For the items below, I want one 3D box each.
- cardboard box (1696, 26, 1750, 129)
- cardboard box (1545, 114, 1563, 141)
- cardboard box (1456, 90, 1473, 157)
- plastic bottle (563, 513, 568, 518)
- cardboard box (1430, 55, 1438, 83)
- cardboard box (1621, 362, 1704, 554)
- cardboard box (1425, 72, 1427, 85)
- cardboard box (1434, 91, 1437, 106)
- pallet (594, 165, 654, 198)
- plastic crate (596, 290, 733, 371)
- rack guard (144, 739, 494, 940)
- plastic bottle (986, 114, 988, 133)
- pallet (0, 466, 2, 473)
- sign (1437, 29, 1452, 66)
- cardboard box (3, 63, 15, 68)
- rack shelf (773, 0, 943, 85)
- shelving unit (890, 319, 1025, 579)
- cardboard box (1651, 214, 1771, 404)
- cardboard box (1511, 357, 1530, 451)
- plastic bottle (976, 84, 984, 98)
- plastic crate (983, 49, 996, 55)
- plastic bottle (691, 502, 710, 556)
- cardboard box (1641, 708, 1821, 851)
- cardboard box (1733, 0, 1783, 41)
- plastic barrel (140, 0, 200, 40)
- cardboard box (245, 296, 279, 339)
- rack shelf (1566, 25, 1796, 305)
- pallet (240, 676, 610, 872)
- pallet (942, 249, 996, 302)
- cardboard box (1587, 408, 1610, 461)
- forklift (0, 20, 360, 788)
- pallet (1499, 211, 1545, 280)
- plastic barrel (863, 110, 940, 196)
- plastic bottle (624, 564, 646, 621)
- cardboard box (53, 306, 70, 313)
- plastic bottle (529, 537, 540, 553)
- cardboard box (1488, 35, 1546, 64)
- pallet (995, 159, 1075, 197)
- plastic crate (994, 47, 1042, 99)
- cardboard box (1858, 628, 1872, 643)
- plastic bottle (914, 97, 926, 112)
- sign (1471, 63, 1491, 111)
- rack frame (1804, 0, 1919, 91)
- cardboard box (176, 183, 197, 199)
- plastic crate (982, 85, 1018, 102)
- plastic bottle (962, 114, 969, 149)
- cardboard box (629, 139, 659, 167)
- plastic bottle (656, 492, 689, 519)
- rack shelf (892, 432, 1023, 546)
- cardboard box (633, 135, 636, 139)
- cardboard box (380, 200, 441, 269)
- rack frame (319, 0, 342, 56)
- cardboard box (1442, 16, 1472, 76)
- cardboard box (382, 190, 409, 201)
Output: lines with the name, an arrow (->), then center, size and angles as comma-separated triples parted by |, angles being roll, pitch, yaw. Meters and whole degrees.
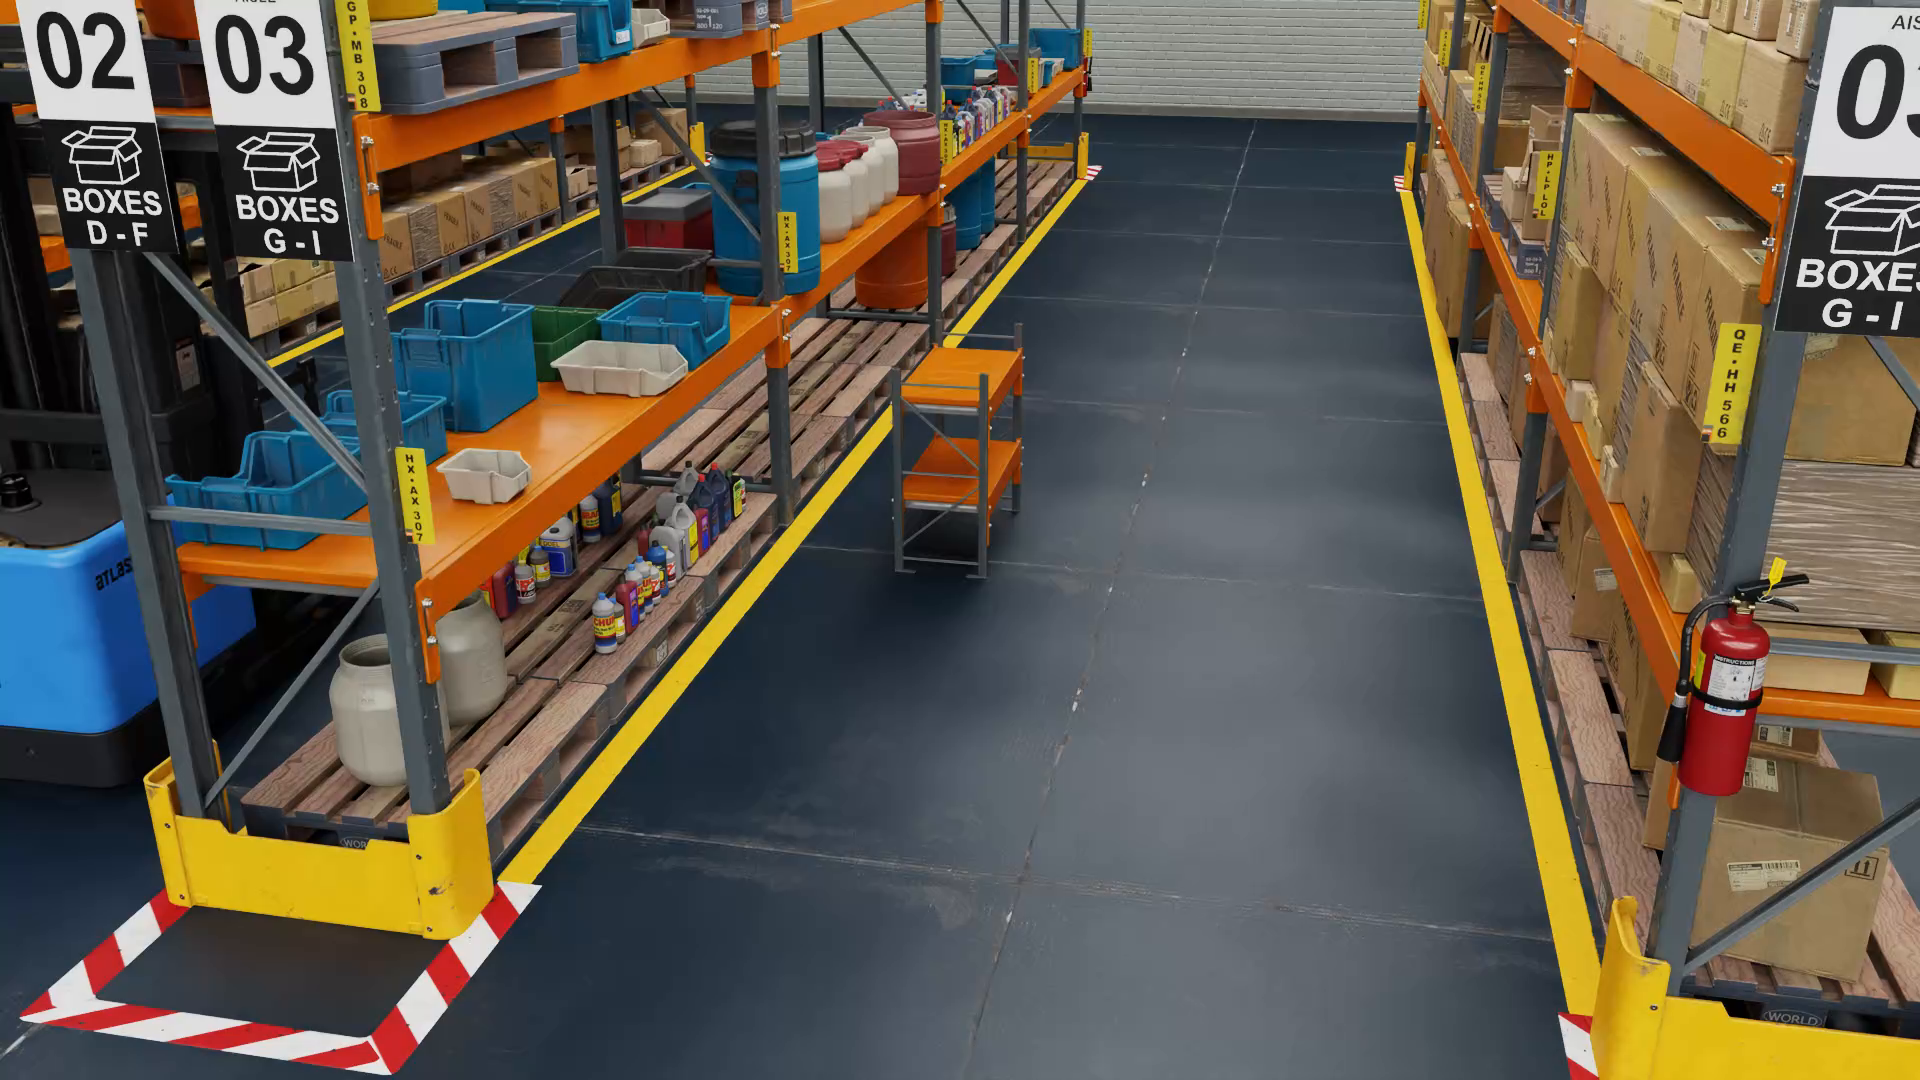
cardboard box -> 2.520, -1.377, 4.943 | 0.500, 0.250, 0.500 | 5, 22, 11
cardboard box -> 4.117, -2.431, 10.679 | 0.700, 0.500, 0.500 | 8, 23, 19
cardboard box -> 4.377, -3.406, 13.662 | 0.500, 0.500, 0.500 | 5, 22, 12
plastic bottle -> -2.064, -0.066, 8.566 | 0.097, 0.271, 0.097 | 0, 22, 0
cardboard box -> 5.167, -4.876, 17.249 | 0.500, 0.250, 0.500 | 4, 22, 10
cardboard box -> 2.695, -0.252, 5.432 | 0.875, 0.500, 0.500 | 4, 22, 11
cardboard box -> 5.286, -5.024, 18.149 | 0.380, 0.149, 0.250 | 4, 22, 10
cardboard box -> 4.919, -4.367, 16.519 | 0.380, 0.149, 0.250 | 5, 22, 12
pallet -> -4.289, -4.227, 19.567 | 1.003, 0.211, 1.213 | 4, 22, 11
plastic crate -> -1.421, -1.023, 8.077 | 0.499, 0.251, 0.616 | 4, 22, 11
rack guard -> -2.308, 1.074, 6.018 | 1.175, 0.500, 0.348 | 4, 22, 11
plastic bottle -> 0.205, -3.770, 14.966 | 0.097, 0.201, 0.097 | 0, 22, 0
pallet -> -6.513, -0.315, 9.853 | 1.003, 0.211, 1.213 | 4, 22, 11
sign -> 4.476, -4.545, 15.360 | 0.100, 0.325, 0.005 | 4, 22, 11
cardboard box -> -9.677, -4.650, 16.326 | 0.500, 0.500, 0.500 | 5, 22, 12
rack shelf -> -1.053, -3.306, 10.496 | 1.077, 0.370, 4.000 | 4, 22, 11
shelving unit -> 0.001, -0.524, 9.150 | 0.538, 1.125, 1.048 | 4, 22, 11
cardboard box -> 2.538, -0.728, 5.276 | 0.500, 0.500, 0.500 | 4, 22, 11
cardboard box -> 3.763, -0.785, 10.044 | 0.700, 0.500, 0.500 | 3, 22, 6
plastic bottle -> 0.163, -4.070, 15.510 | 0.144, 0.351, 0.185 | 4, 22, 11
plastic crate -> 0.480, -5.550, 19.263 | 0.416, 0.233, 0.300 | 4, 22, 11
plastic bottle -> -1.342, -0.071, 8.561 | 0.061, 0.283, 0.133 | 6, 23, 14
cardboard box -> 2.803, 0.840, 6.037 | 0.500, 0.500, 0.500 | 11, 24, 25
cardboard box -> 2.439, -1.503, 4.723 | 0.380, 0.149, 0.250 | 3, 22, 9
plastic barrel -> -2.303, -2.027, 5.219 | 0.600, 0.830, 0.708 | 4, 22, 11
cardboard box -> -5.569, -1.695, 12.665 | 0.500, 0.250, 0.500 | 5, 22, 12
rack shelf -> 2.979, -1.466, 5.926 | 1.077, 0.370, 4.000 | 4, 22, 11
pallet -> -2.137, 0.911, 6.809 | 1.003, 0.211, 1.213 | 4, 22, 11
pallet -> -0.274, -2.423, 15.087 | 1.003, 0.211, 1.213 | 4, 22, 11
cardboard box -> 2.756, -0.418, 6.712 | 0.380, 0.149, 0.250 | 4, 22, 11
forklift -> -3.611, -0.881, 7.617 | 1.130, 2.935, 3.031 | 4, 22, 10
pallet -> 3.840, -1.786, 10.031 | 1.003, 0.211, 1.213 | 4, 22, 11
plastic barrel -> -0.443, -2.850, 12.234 | 0.600, 0.536, 0.708 | 4, 22, 11
plastic bottle -> -1.533, 0.243, 7.799 | 0.097, 0.271, 0.097 | 0, 22, 0
cardboard box -> -6.408, -1.436, 11.272 | 0.500, 0.311, 0.500 | 5, 22, 12
plastic bottle -> -2.158, -0.004, 8.306 | 0.144, 0.351, 0.185 | 4, 22, 10
cardboard box -> 4.504, -3.618, 12.846 | 0.797, 0.503, 0.637 | 5, 22, 12
pallet -> 0.781, -4.314, 19.782 | 1.003, 0.211, 1.213 | 4, 22, 11
plastic crate -> 0.599, -4.808, 17.110 | 0.402, 0.464, 0.583 | 4, 22, 11
cardboard box -> 2.933, 0.264, 5.020 | 0.380, 0.149, 0.250 | 4, 22, 11
plastic bottle -> -0.336, -3.895, 15.175 | 0.152, 0.276, 0.135 | 4, 22, 11
sign -> 3.660, -3.181, 11.686 | 0.100, 0.325, 0.005 | 4, 22, 11
rack frame -> 2.571, -2.459, 3.415 | 1.000, 3.000, 0.127 | 4, 22, 11
cardboard box -> -5.820, -2.790, 12.133 | 0.500, 0.500, 0.500 | 3, 22, 8
plastic crate -> 0.406, -4.508, 16.804 | 0.396, 0.136, 0.243 | 4, 22, 11
plastic bottle -> 0.040, -3.479, 14.132 | 0.061, 0.283, 0.133 | 4, 22, 11
cardboard box -> -3.954, -4.651, 19.977 | 0.500, 0.250, 0.500 | 4, 22, 11
plastic bottle -> -1.500, -0.132, 8.724 | 0.152, 0.276, 0.135 | 4, 22, 11
rack shelf -> 0.001, -0.297, 9.241 | 0.538, 0.278, 1.000 | 4, 22, 11
cardboard box -> -4.283, -5.039, 21.079 | 0.380, 0.149, 0.250 | 4, 22, 11
cardboard box -> -5.020, -2.740, 14.899 | 0.500, 0.500, 0.500 | 4, 22, 9
rack frame -> -2.278, -2.837, 4.352 | 1.000, 3.000, 0.127 | 4, 22, 11
cardboard box -> 4.852, -4.670, 15.733 | 0.500, 0.500, 0.500 | 5, 22, 12
cardboard box -> -5.427, -2.953, 15.427 | 0.500, 0.500, 0.500 | 4, 22, 9
